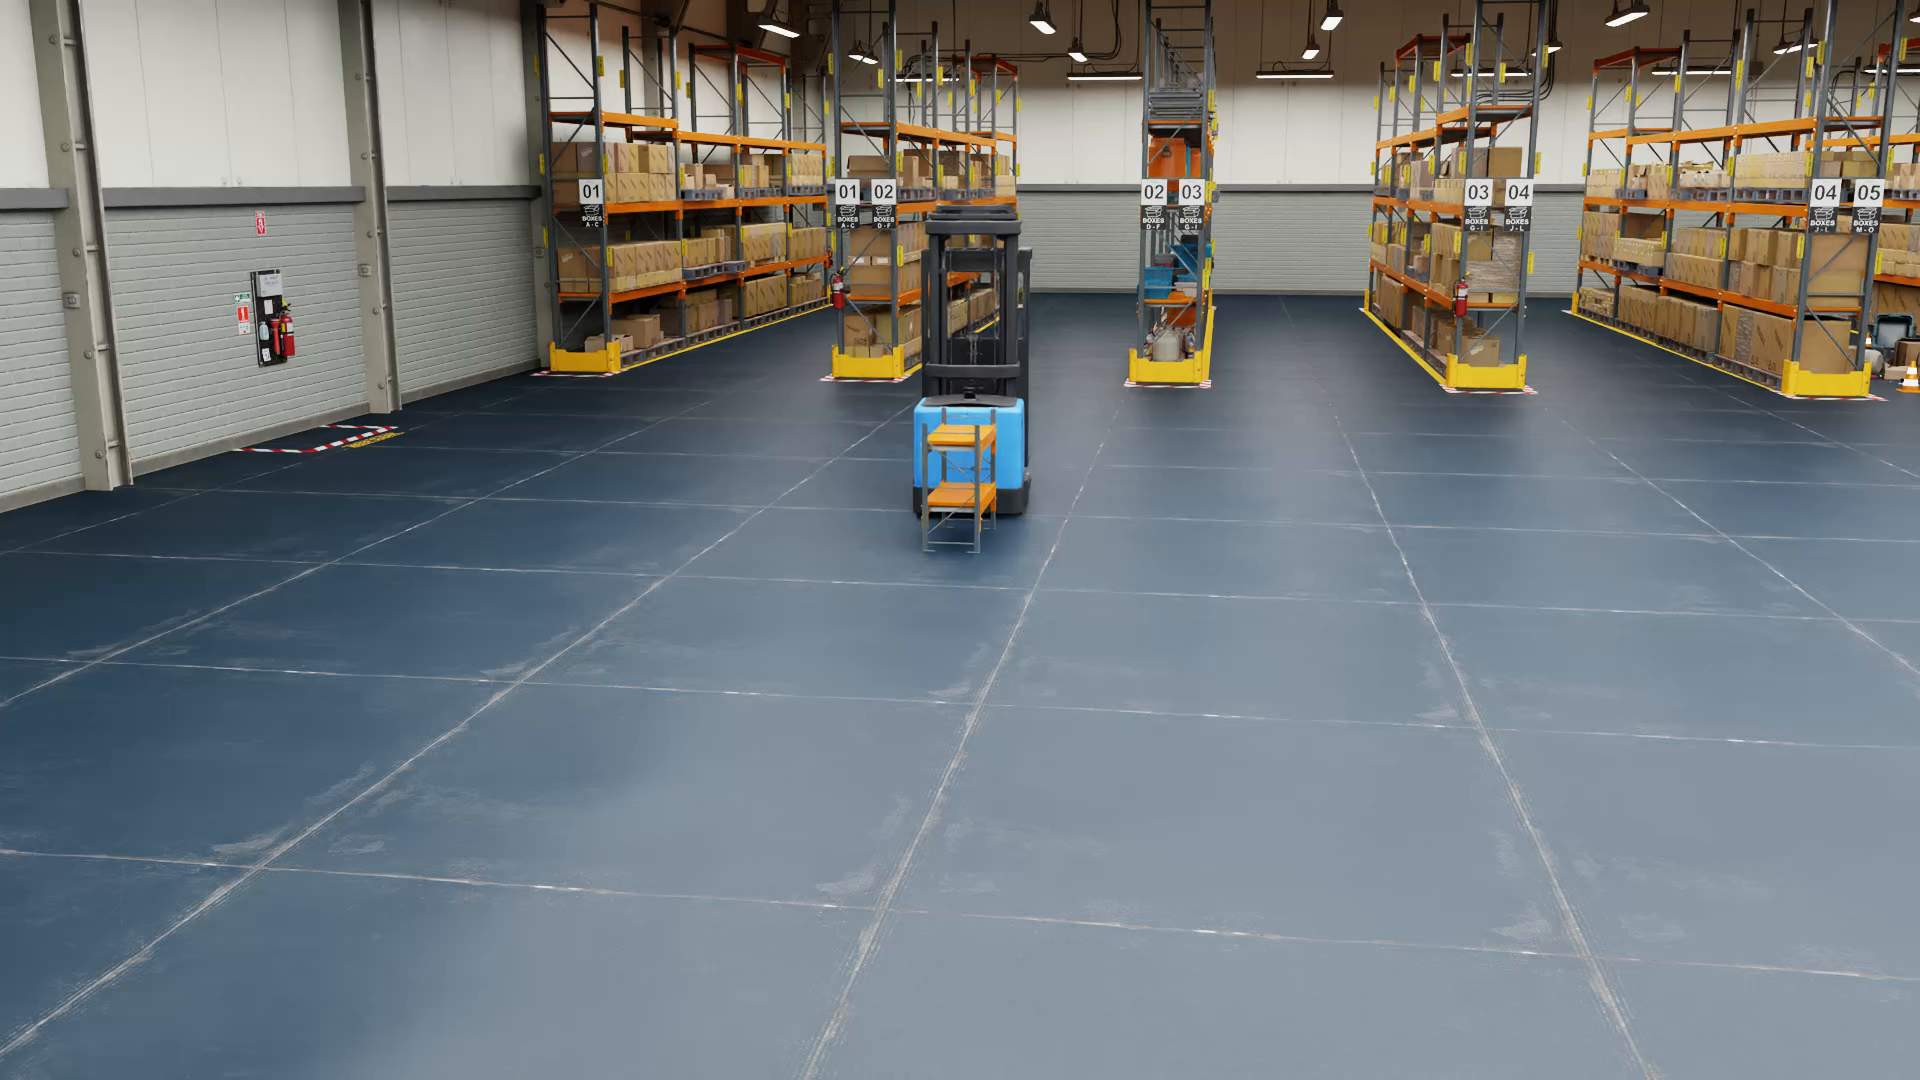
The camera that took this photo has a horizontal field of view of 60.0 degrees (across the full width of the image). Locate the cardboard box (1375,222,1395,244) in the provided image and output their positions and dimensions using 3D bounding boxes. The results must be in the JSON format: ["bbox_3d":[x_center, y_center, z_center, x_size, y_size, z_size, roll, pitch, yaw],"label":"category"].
[{"bbox_3d":[10.232,-7.338,39.793,0.500,0.500,0.500,2,12,7],"label":"cardboard box"}]

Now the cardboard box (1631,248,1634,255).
[{"bbox_3d":[14.240,-6.023,34.716,0.380,0.149,0.250,2,12,8],"label":"cardboard box"}]

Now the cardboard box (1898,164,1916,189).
[{"bbox_3d":[19.269,-7.313,33.453,0.500,0.500,0.500,2,12,9],"label":"cardboard box"}]

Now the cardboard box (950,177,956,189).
[{"bbox_3d":[-0.372,-7.251,33.760,0.500,0.250,0.500,2,12,10],"label":"cardboard box"}]

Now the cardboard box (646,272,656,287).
[{"bbox_3d":[-5.802,-4.701,29.994,0.500,0.250,0.500,2,12,9],"label":"cardboard box"}]

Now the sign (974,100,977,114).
[{"bbox_3d":[0.399,-10.970,42.131,0.100,0.325,0.005,2,12,9],"label":"sign"}]

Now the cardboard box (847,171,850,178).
[{"bbox_3d":[-1.609,-6.109,28.126,0.500,0.250,0.500,2,12,9],"label":"cardboard box"}]

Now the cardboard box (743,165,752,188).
[{"bbox_3d":[-5.045,-8.079,36.958,0.700,0.500,0.500,3,12,12],"label":"cardboard box"}]

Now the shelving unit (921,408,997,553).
[{"bbox_3d":[0.001,-0.551,14.881,0.538,1.125,1.048,2,12,9],"label":"shelving unit"}]

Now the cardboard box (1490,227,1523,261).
[{"bbox_3d":[8.616,-4.661,26.183,0.500,0.500,0.500,2,12,9],"label":"cardboard box"}]

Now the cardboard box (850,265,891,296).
[{"bbox_3d":[-1.441,-4.339,27.771,0.700,0.500,0.500,2,12,9],"label":"cardboard box"}]

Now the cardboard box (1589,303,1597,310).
[{"bbox_3d":[15.004,-5.470,39.025,0.380,0.149,0.250,1,12,6],"label":"cardboard box"}]

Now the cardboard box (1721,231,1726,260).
[{"bbox_3d":[13.833,-5.164,29.225,0.700,0.500,0.500,2,12,8],"label":"cardboard box"}]

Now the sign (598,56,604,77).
[{"bbox_3d":[-5.885,-7.764,27.254,0.100,0.325,0.005,2,12,9],"label":"sign"}]

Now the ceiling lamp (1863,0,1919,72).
[{"bbox_3d":[23.532,-13.141,40.754,2.000,3.185,0.800,2,12,9],"label":"ceiling lamp"}]

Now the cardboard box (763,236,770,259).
[{"bbox_3d":[-4.624,-6.636,37.676,0.500,0.500,0.500,2,12,10],"label":"cardboard box"}]

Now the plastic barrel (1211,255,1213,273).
[{"bbox_3d":[4.827,-5.658,33.804,0.600,0.536,0.708,2,12,9],"label":"plastic barrel"}]

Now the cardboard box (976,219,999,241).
[{"bbox_3d":[0.670,-7.318,39.221,0.500,0.500,0.500,2,12,10],"label":"cardboard box"}]

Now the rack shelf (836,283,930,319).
[{"bbox_3d":[-1.218,-4.258,29.340,1.077,0.370,4.000,2,12,9],"label":"rack shelf"}]

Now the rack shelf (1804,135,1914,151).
[{"bbox_3d":[20.207,-8.851,37.359,1.077,0.370,4.000,2,12,9],"label":"rack shelf"}]

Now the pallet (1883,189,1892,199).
[{"bbox_3d":[19.808,-7.229,34.752,0.805,0.209,1.217,1,12,6],"label":"pallet"}]

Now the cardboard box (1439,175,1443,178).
[{"bbox_3d":[8.923,-6.509,30.281,0.396,0.266,0.258,2,12,11],"label":"cardboard box"}]

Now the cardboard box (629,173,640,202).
[{"bbox_3d":[-5.929,-6.159,29.046,0.500,0.500,0.500,2,12,11],"label":"cardboard box"}]

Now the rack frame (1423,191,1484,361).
[{"bbox_3d":[8.877,-4.705,29.704,1.000,3.000,0.127,2,12,9],"label":"rack frame"}]

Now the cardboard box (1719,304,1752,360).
[{"bbox_3d":[13.597,-3.561,28.443,0.875,0.875,0.875,2,12,10],"label":"cardboard box"}]

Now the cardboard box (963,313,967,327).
[{"bbox_3d":[-0.135,-4.603,34.761,0.500,0.250,0.500,2,12,10],"label":"cardboard box"}]

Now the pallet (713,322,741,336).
[{"bbox_3d":[-5.312,-4.493,35.341,1.003,0.211,1.213,2,12,9],"label":"pallet"}]

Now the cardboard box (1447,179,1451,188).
[{"bbox_3d":[8.359,-5.962,27.828,0.380,0.149,0.250,2,12,8],"label":"cardboard box"}]

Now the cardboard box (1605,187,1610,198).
[{"bbox_3d":[14.968,-7.901,37.773,0.500,0.250,0.500,2,12,8],"label":"cardboard box"}]

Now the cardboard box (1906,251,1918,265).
[{"bbox_3d":[19.183,-5.603,33.042,0.500,0.250,0.500,2,12,7],"label":"cardboard box"}]

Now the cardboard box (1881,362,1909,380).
[{"bbox_3d":[15.318,-2.769,27.211,0.396,0.266,0.258,4,13,18],"label":"cardboard box"}]

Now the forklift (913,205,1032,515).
[{"bbox_3d":[0.173,-1.937,17.022,1.130,2.935,3.031,1,12,4],"label":"forklift"}]

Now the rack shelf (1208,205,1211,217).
[{"bbox_3d":[4.291,-6.396,32.140,1.077,0.370,4.000,2,12,9],"label":"rack shelf"}]

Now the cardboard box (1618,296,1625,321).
[{"bbox_3d":[14.617,-5.026,36.133,0.500,0.500,0.500,2,12,11],"label":"cardboard box"}]

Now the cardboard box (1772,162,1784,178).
[{"bbox_3d":[13.103,-5.802,26.093,0.500,0.250,0.500,2,12,8],"label":"cardboard box"}]

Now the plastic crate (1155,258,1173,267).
[{"bbox_3d":[3.755,-5.007,30.955,0.402,0.464,0.583,2,12,9],"label":"plastic crate"}]

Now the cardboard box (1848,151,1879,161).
[{"bbox_3d":[13.513,-5.737,24.843,0.380,0.149,0.250,2,12,9],"label":"cardboard box"}]

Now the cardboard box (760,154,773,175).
[{"bbox_3d":[-4.699,-9.018,39.941,0.500,0.500,0.500,2,12,8],"label":"cardboard box"}]

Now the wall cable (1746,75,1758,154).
[{"bbox_3d":[21.111,-11.007,44.709,0.463,3.000,0.029,2,12,9],"label":"wall cable"}]

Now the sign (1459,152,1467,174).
[{"bbox_3d":[7.717,-5.793,25.533,0.100,0.325,0.005,2,12,9],"label":"sign"}]

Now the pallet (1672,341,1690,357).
[{"bbox_3d":[13.992,-3.577,31.092,1.003,0.211,1.213,2,12,9],"label":"pallet"}]

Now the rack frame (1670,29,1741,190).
[{"bbox_3d":[14.378,-8.288,32.092,1.000,3.000,0.127,2,12,9],"label":"rack frame"}]

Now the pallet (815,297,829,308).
[{"bbox_3d":[-4.006,-6.152,43.038,1.003,0.211,1.213,2,12,9],"label":"pallet"}]

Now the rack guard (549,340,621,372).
[{"bbox_3d":[-6.409,-3.147,28.411,1.175,0.500,0.348,2,12,9],"label":"rack guard"}]

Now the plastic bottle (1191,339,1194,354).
[{"bbox_3d":[4.008,-3.333,28.745,0.061,0.283,0.133,2,12,10],"label":"plastic bottle"}]

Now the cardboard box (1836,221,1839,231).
[{"bbox_3d":[19.855,-6.905,37.304,0.500,0.500,0.500,2,12,9],"label":"cardboard box"}]

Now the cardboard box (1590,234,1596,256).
[{"bbox_3d":[15.121,-6.917,39.025,0.500,0.500,0.500,2,12,9],"label":"cardboard box"}]

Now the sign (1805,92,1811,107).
[{"bbox_3d":[19.968,-10.368,39.147,0.100,0.325,0.005,2,12,9],"label":"sign"}]

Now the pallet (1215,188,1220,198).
[{"bbox_3d":[5.190,-7.738,37.108,1.213,0.211,1.003,2,12,9],"label":"pallet"}]

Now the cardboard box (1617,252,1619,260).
[{"bbox_3d":[14.441,-6.146,35.990,0.380,0.149,0.250,2,12,10],"label":"cardboard box"}]

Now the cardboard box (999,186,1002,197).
[{"bbox_3d":[0.720,-8.282,39.539,0.500,0.250,0.500,2,12,9],"label":"cardboard box"}]

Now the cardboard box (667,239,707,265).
[{"bbox_3d":[-5.530,-5.809,33.547,0.700,0.500,0.500,4,13,16],"label":"cardboard box"}]

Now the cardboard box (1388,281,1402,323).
[{"bbox_3d":[9.764,-5.032,35.270,1.225,0.875,0.875,2,12,9],"label":"cardboard box"}]

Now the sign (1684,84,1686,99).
[{"bbox_3d":[15.542,-9.638,35.763,0.100,0.325,0.005,2,12,9],"label":"sign"}]

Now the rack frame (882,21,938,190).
[{"bbox_3d":[-0.910,-7.959,30.565,1.000,3.000,0.127,2,12,9],"label":"rack frame"}]
